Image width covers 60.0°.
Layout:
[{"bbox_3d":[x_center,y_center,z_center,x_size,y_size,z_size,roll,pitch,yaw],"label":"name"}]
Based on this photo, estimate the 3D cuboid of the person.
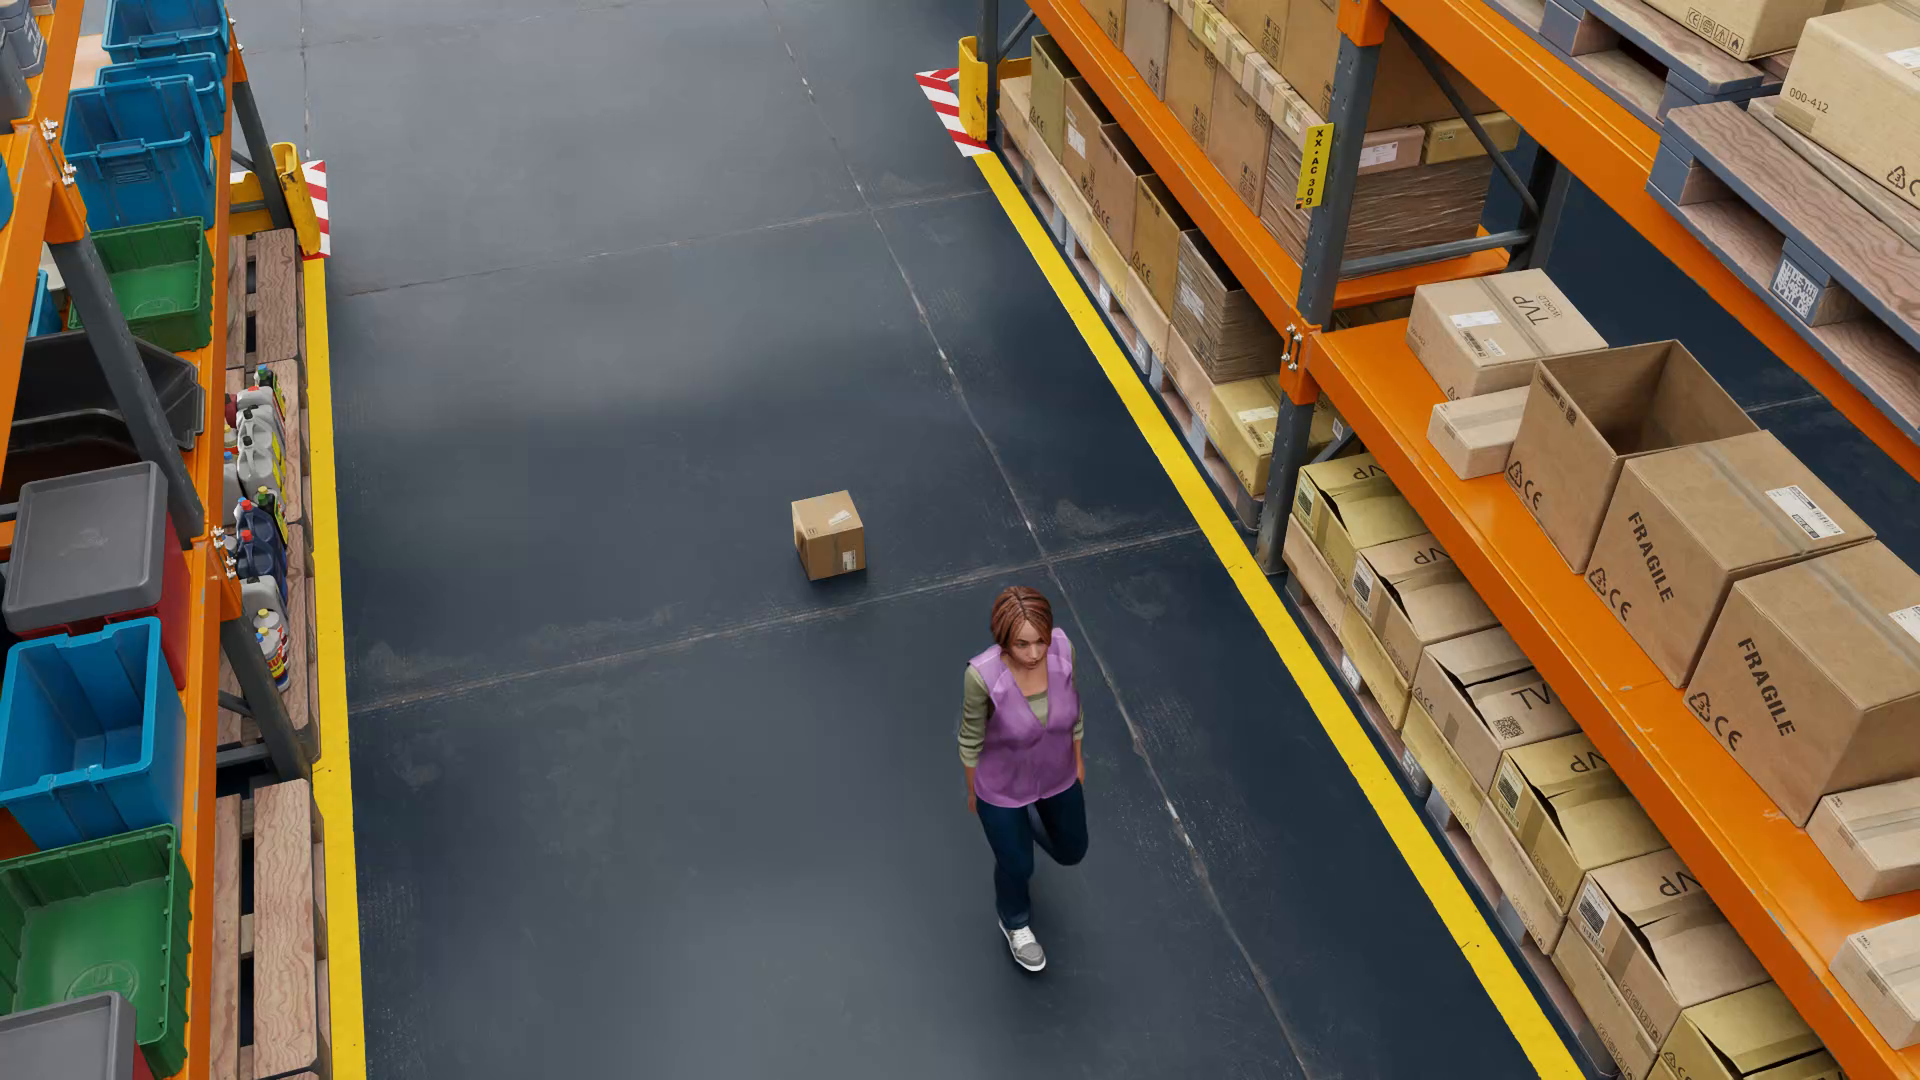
[{"bbox_3d":[0.190,0.728,5.346,0.425,1.588,0.546,-18,46,-18],"label":"person"}]
